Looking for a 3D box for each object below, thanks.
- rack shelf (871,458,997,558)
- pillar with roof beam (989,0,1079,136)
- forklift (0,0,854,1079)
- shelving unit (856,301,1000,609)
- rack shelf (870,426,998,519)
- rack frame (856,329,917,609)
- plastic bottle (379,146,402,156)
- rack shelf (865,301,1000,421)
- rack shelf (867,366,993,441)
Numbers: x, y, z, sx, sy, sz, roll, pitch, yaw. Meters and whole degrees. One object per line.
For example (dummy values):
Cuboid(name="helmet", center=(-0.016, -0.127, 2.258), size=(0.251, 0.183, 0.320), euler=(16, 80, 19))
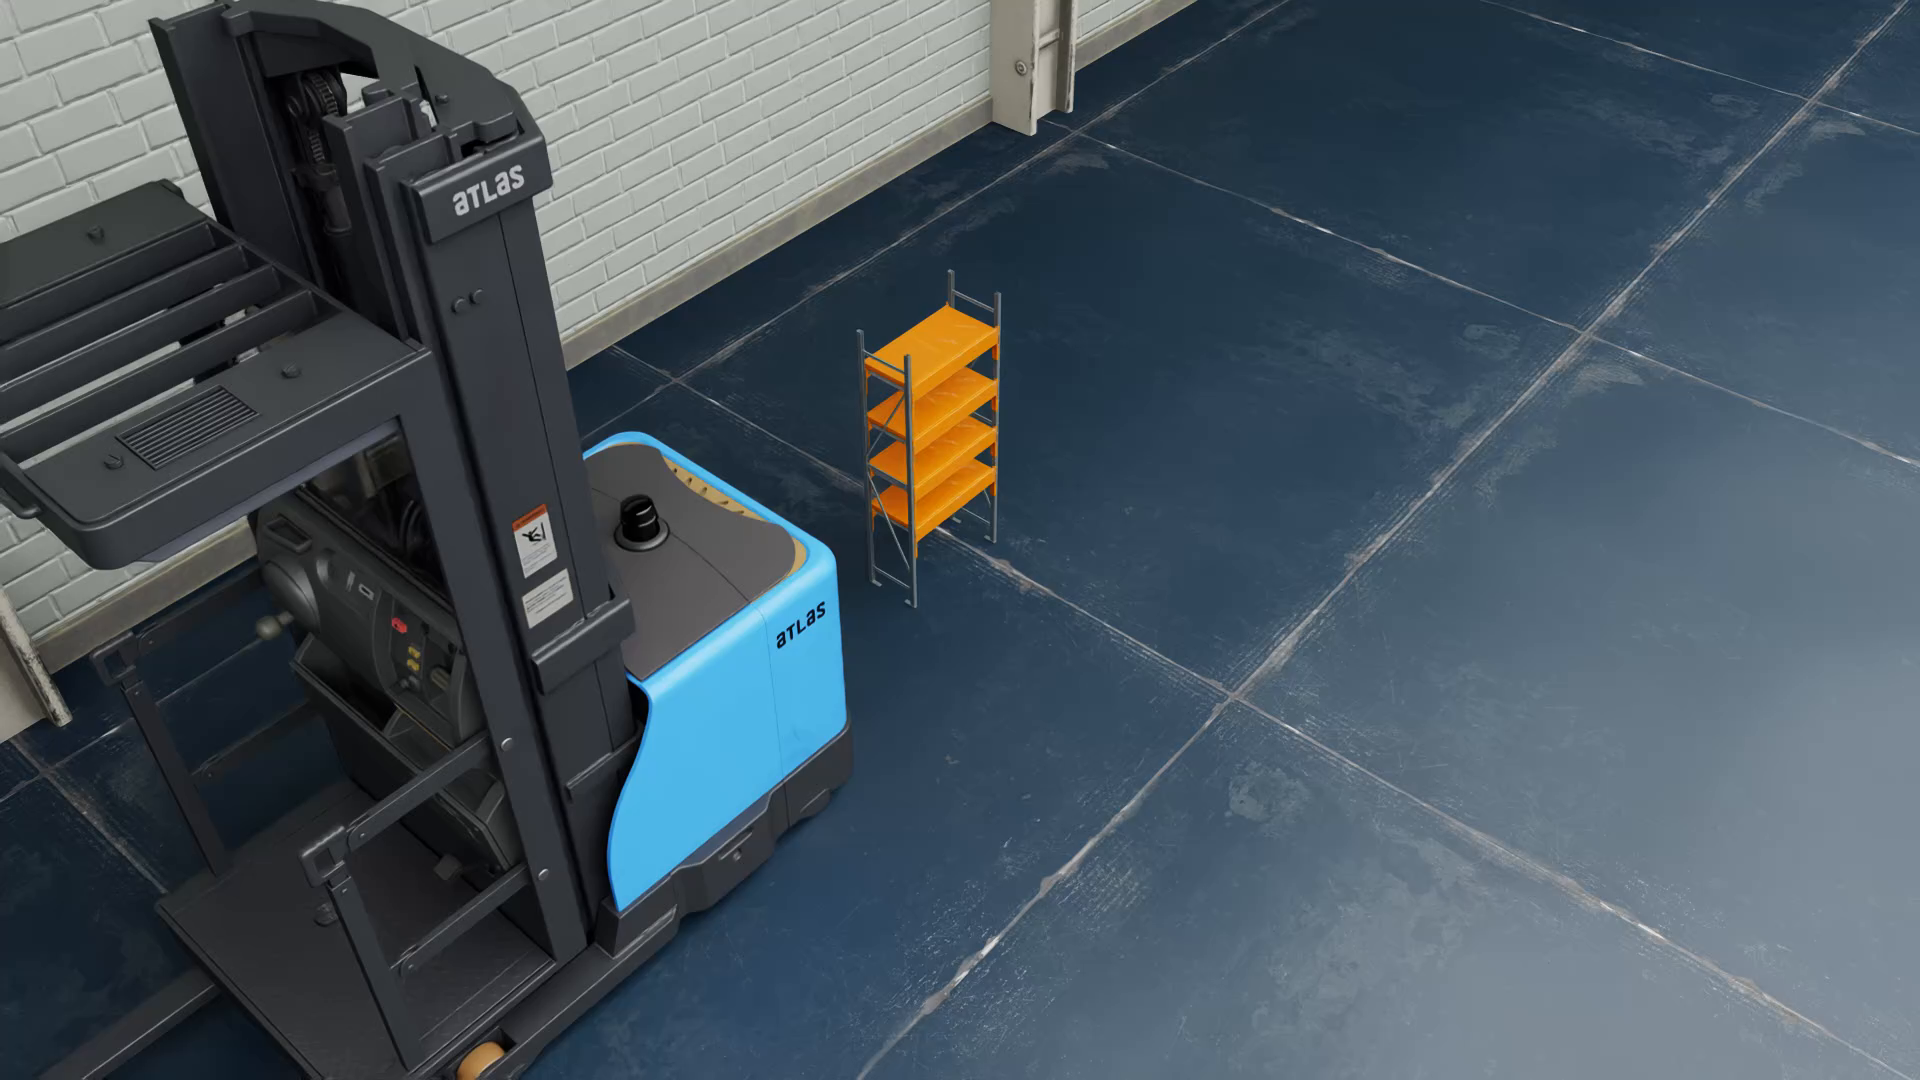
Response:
Cuboid(name="rack shelf", center=(-0.107, -0.162, 6.431), size=(0.258, 0.148, 0.480), euler=(29, 50, 28))
Cuboid(name="pillar with roof beam", center=(3.695, -3.871, 4.318), size=(9.100, 9.000, 0.400), euler=(29, 50, 28))
Cuboid(name="forklift", center=(-1.716, 0.279, 4.265), size=(1.130, 2.935, 3.031), euler=(30, 50, 29))
Cuboid(name="shelving unit", center=(-0.110, -0.356, 6.249), size=(0.258, 1.200, 0.492), euler=(29, 50, 28))
Cuboid(name="rack shelf", center=(-0.107, -0.309, 6.298), size=(0.258, 0.148, 0.480), euler=(29, 50, 28))
Cuboid(name="rack frame", center=(-0.264, -0.233, 6.114), size=(0.240, 1.200, 0.015), euler=(29, 50, 28))
Cuboid(name="plastic bottle", center=(-1.432, -0.920, 3.614), size=(0.754, 0.105, 0.141), euler=(28, 49, 27))
Cuboid(name="rack shelf", center=(-0.106, -0.649, 5.988), size=(0.258, 0.148, 0.480), euler=(29, 50, 28))
Cuboid(name="rack shelf", center=(-0.107, -0.514, 6.111), size=(0.221, 0.021, 0.457), euler=(29, 50, 28))
